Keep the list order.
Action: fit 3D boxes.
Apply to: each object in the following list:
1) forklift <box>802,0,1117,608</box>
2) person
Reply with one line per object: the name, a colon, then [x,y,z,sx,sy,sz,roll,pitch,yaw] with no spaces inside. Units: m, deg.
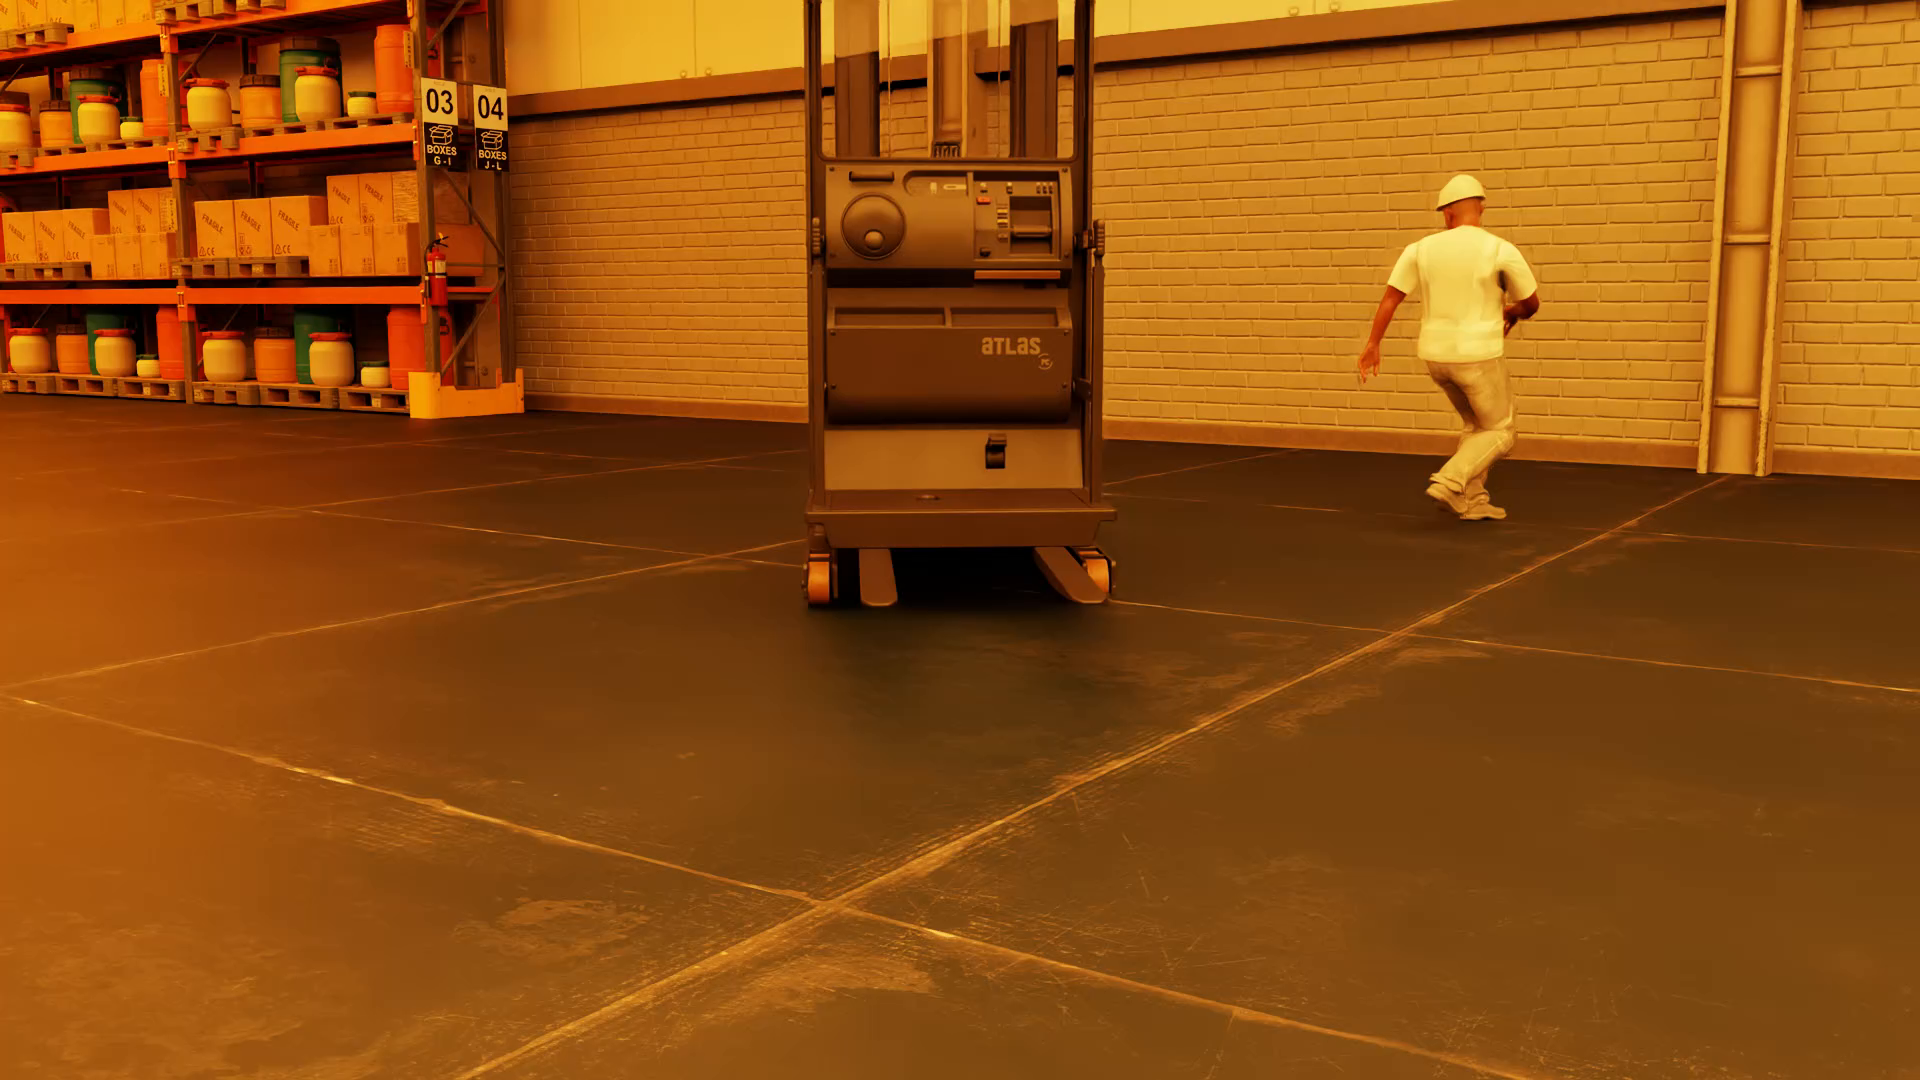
forklift: [-0.024,-1.261,6.063,1.130,2.935,3.031,-1,8,-4]
person: [2.437,-0.918,8.111,0.790,1.692,0.654,-5,9,-31]
